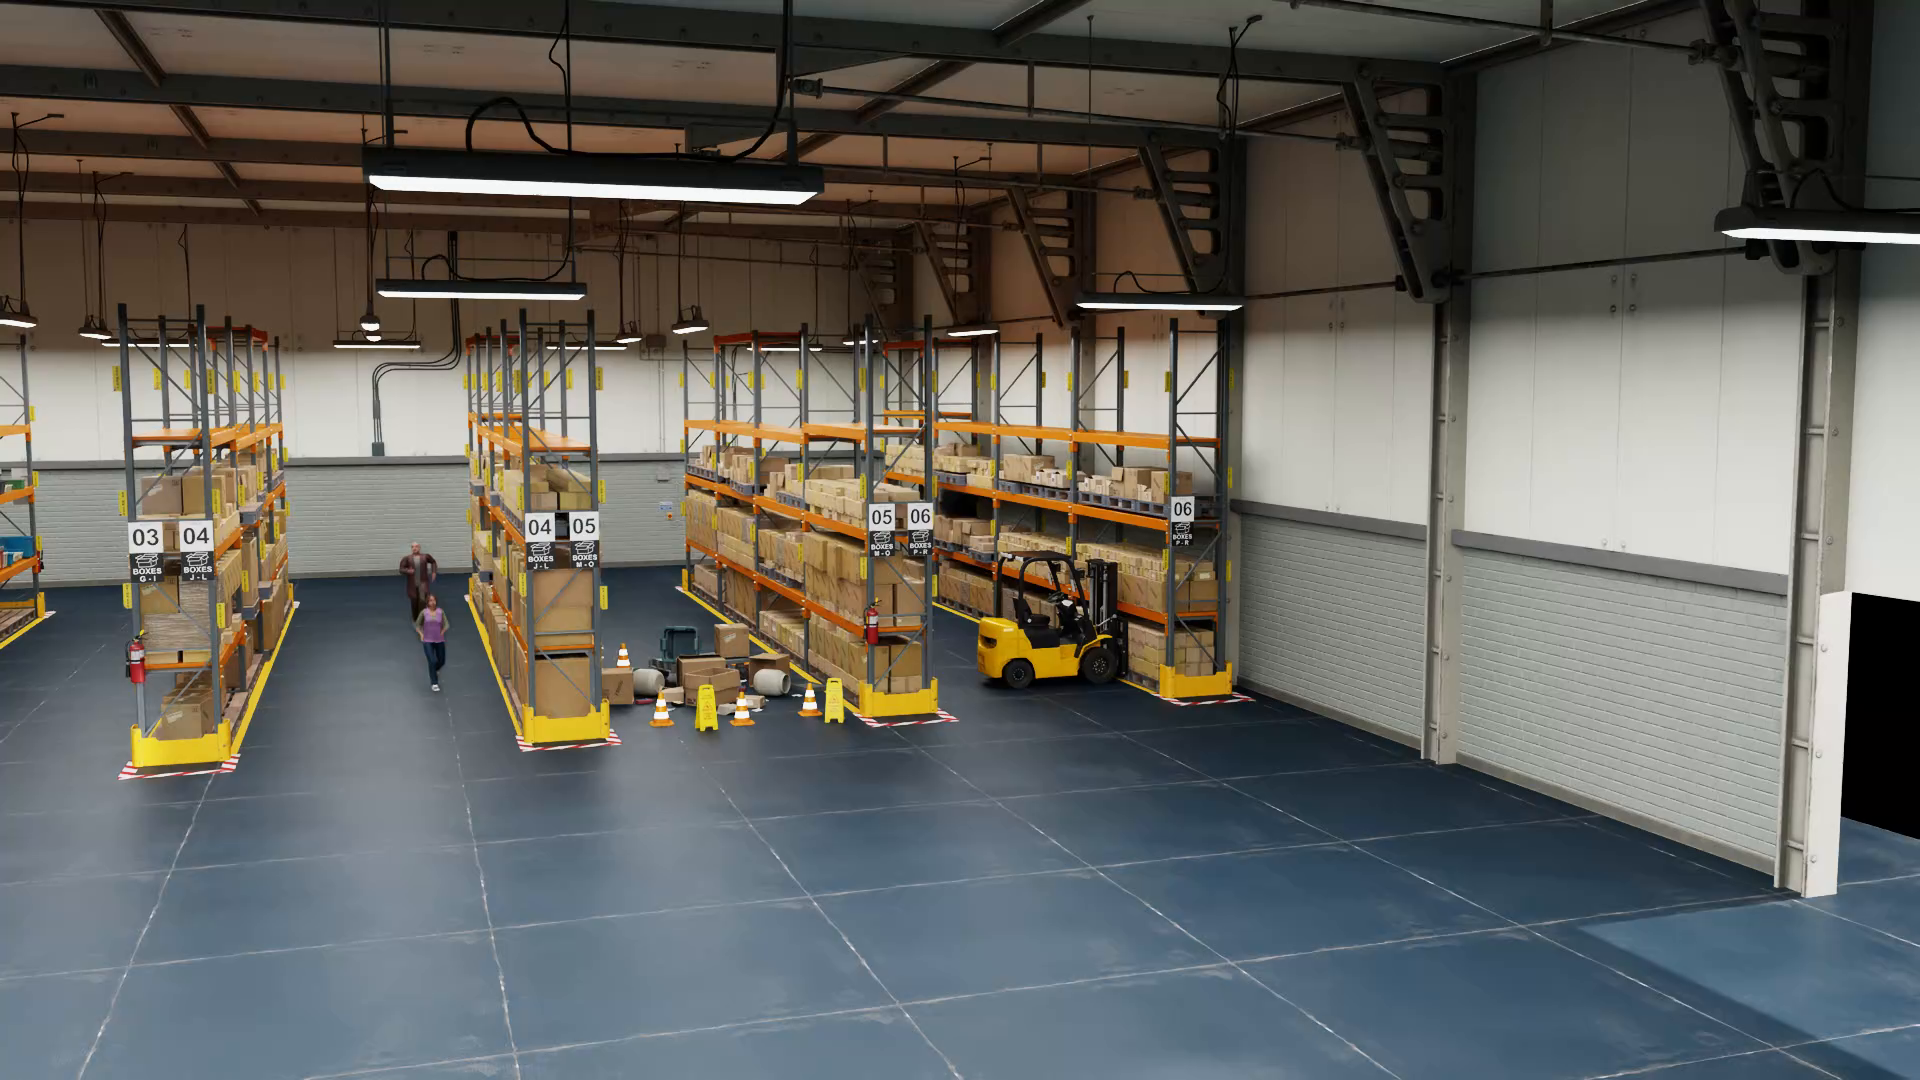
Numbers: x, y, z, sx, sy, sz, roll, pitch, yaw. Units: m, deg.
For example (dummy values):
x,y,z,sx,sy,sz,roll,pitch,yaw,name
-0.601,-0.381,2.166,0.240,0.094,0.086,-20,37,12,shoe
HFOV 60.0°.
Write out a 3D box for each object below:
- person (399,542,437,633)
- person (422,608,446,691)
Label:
x,y,z,sx,sy,sz,roll,pitch,yaw,name
-10.953,0.926,33.625,0.729,1.790,1.049,-1,6,-14,person
-8.595,1.766,27.137,0.352,1.331,0.680,-3,6,-26,person
